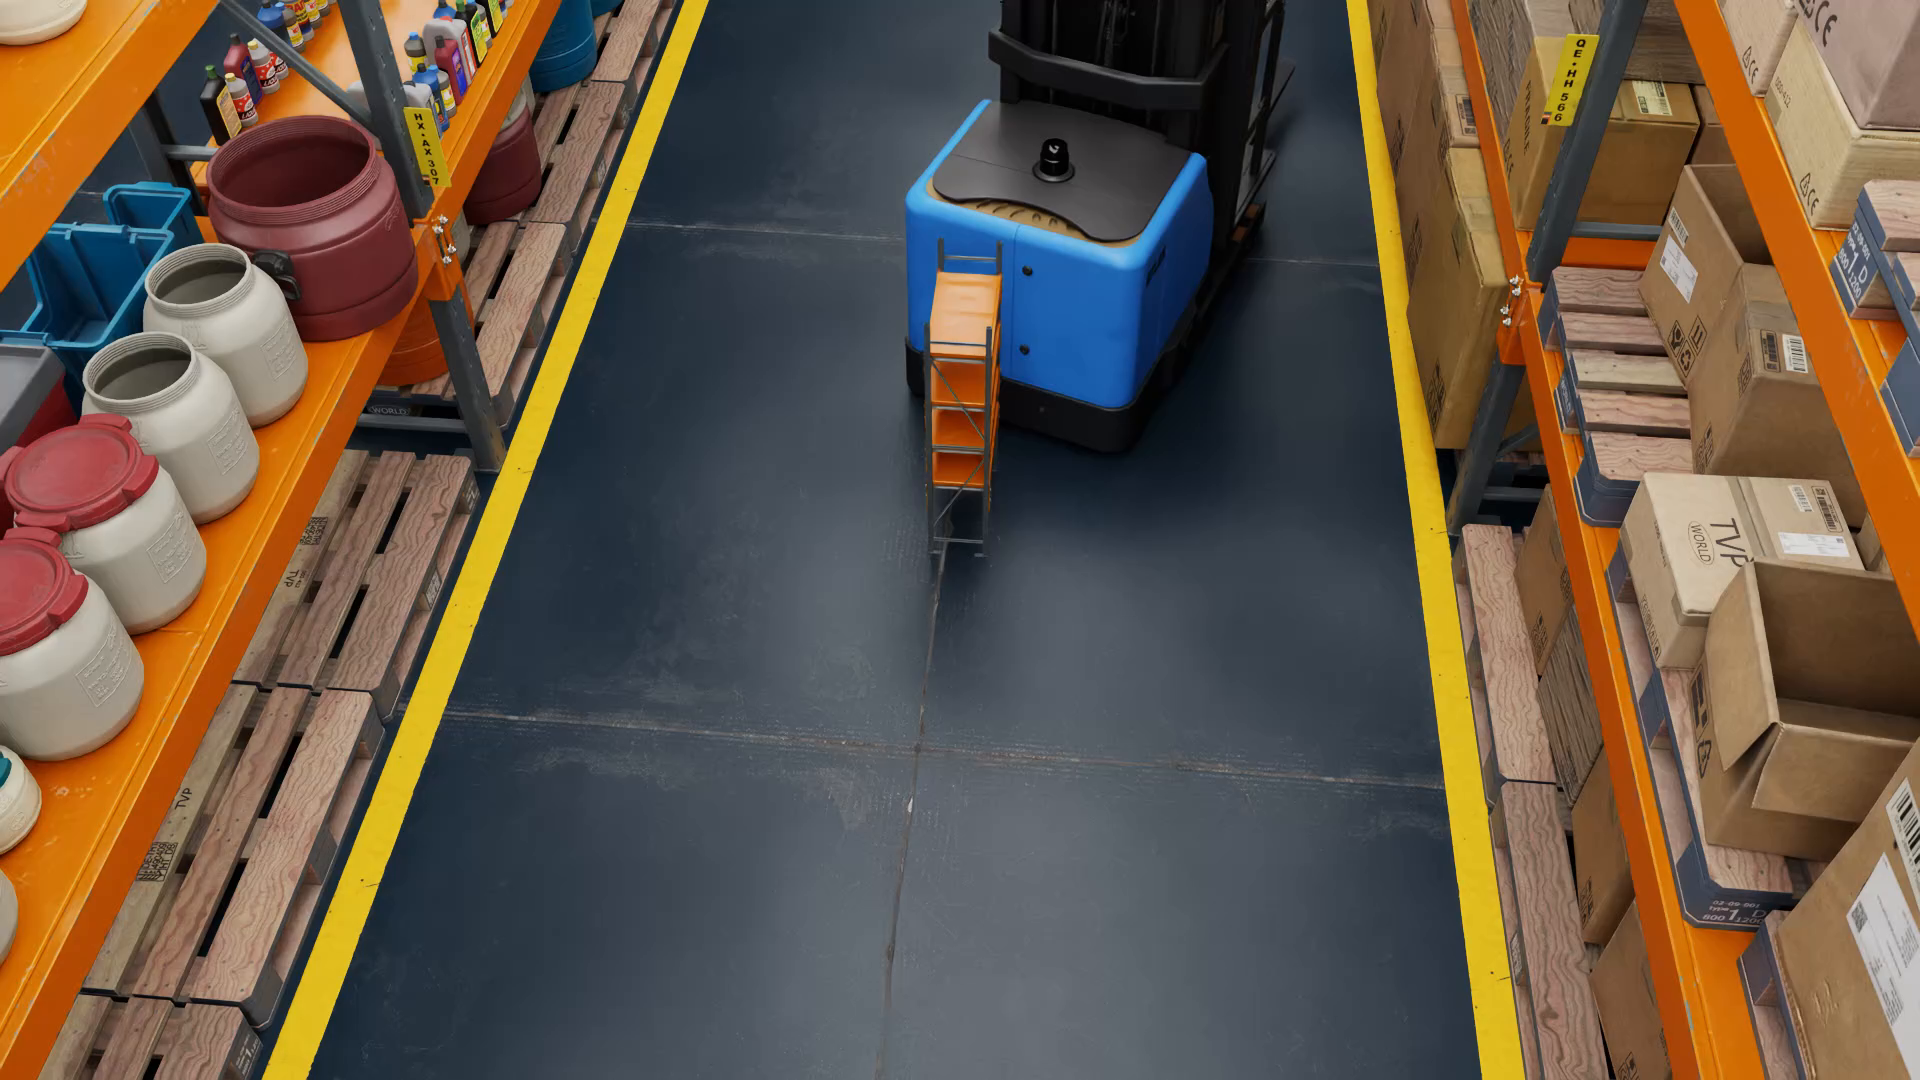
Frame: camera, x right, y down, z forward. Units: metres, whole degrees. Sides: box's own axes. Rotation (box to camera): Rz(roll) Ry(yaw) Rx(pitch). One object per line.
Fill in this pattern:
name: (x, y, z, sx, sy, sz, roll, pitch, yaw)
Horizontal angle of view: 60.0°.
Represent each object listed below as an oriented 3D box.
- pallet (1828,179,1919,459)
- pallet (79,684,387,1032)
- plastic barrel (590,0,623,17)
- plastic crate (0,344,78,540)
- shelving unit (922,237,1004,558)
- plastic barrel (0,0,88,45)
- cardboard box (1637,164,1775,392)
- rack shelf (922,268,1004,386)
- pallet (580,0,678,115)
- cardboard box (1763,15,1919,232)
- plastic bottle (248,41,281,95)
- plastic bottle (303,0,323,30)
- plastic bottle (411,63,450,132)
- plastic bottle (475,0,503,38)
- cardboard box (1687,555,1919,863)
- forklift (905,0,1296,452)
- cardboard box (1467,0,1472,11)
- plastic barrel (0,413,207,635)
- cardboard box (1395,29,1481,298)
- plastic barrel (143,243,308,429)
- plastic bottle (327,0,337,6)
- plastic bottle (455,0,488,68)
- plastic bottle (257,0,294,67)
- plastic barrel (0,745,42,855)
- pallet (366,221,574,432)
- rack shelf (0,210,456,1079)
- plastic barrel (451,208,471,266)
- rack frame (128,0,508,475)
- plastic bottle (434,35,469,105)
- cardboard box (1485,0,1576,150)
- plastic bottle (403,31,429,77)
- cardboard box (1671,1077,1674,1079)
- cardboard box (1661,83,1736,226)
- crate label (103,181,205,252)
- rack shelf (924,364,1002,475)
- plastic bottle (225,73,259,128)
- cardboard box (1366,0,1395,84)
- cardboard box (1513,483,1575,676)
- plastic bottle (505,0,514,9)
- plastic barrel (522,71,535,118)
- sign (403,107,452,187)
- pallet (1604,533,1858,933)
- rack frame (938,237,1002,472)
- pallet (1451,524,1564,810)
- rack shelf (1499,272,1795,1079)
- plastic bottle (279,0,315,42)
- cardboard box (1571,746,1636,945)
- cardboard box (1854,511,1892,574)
pallet: (2.383, -0.254, 3.070, 1.213, 0.211, 1.003, 4, 48, 4)
pallet: (-2.662, 1.033, 5.688, 1.003, 0.211, 1.213, 4, 48, 4)
plastic barrel: (-2.141, -3.343, 8.938, 0.600, 0.901, 0.708, 4, 48, 4)
plastic crate: (-2.891, -0.224, 4.904, 0.402, 0.464, 0.583, 4, 48, 4)
shelving unit: (0.015, -0.527, 6.444, 0.258, 1.200, 0.503, 4, 48, 4)
plastic barrel: (-2.322, -1.385, 4.070, 0.301, 0.262, 0.301, 0, 48, 0)
cardboard box: (2.484, -0.812, 5.133, 0.500, 0.500, 0.500, -1, 48, -1)
rack shelf: (0.015, -0.792, 6.154, 0.258, 0.148, 0.480, 4, 48, 4)
pallet: (-2.186, -2.803, 9.197, 1.003, 0.211, 1.213, 4, 48, 4)
cardboard box: (2.113, -0.914, 3.648, 0.500, 0.250, 0.500, 5, 48, 4)
plastic bottle: (-2.777, -1.881, 6.598, 0.097, 0.201, 0.097, 0, 48, 0)
plastic bottle: (-2.732, -2.239, 6.925, 0.097, 0.201, 0.097, 0, 48, 0)
plastic bottle: (-2.039, -1.705, 6.390, 0.097, 0.271, 0.097, 0, 48, 0)
plastic bottle: (-1.956, -2.231, 6.863, 0.061, 0.283, 0.133, 4, 48, 4)
cardboard box: (2.195, 0.447, 3.980, 0.797, 0.503, 0.637, 8, 48, 8)
forklift: (0.837, -2.462, 7.041, 1.130, 2.935, 3.031, 19, 50, 16)
cardboard box: (2.435, -2.571, 7.027, 0.500, 0.500, 0.500, 5, 48, 4)
plastic barrel: (-2.391, -0.021, 4.670, 0.433, 0.535, 0.433, 0, 48, 0)
cardboard box: (2.666, -1.621, 7.381, 1.225, 0.875, 0.875, 4, 48, 4)
plastic barrel: (-2.320, -0.637, 5.250, 0.421, 0.512, 0.421, 0, 48, 0)
plastic bottle: (-2.715, -2.382, 7.056, 0.097, 0.201, 0.097, 0, 48, 0)
plastic bottle: (-1.977, -2.061, 6.708, 0.061, 0.283, 0.133, 4, 48, 4)
plastic bottle: (-2.759, -2.048, 6.703, 0.097, 0.271, 0.097, 0, 48, 0)
plastic barrel: (-2.530, 0.655, 4.238, 0.301, 0.262, 0.301, 0, 48, 0)
pallet: (-2.408, -1.010, 7.557, 1.003, 0.211, 1.213, 4, 48, 4)
rack shelf: (-2.621, 0.343, 4.917, 1.077, 0.370, 4.000, 4, 48, 4)
plastic barrel: (-2.449, -1.453, 7.473, 0.421, 0.512, 0.421, 0, 48, 0)
rack frame: (-2.439, -1.369, 5.995, 1.000, 3.000, 0.127, 4, 48, 4)
plastic bottle: (-2.002, -1.864, 6.527, 0.061, 0.283, 0.133, 4, 48, 4)
cardboard box: (2.343, -1.815, 6.335, 0.500, 0.500, 0.500, 3, 48, 3)
plastic bottle: (-2.161, -1.933, 6.646, 0.097, 0.201, 0.097, 0, 48, 0)
cardboard box: (2.269, 1.800, 4.493, 0.700, 0.500, 0.500, 4, 48, 3)
cardboard box: (2.809, -1.409, 5.964, 0.500, 0.500, 0.500, 5, 48, 5)
crate label: (-2.850, -1.028, 5.797, 0.303, 0.233, 0.416, 4, 48, 4)
rack shelf: (0.015, -0.481, 6.494, 0.258, 0.148, 0.480, 4, 48, 4)
plastic bottle: (-2.798, -1.712, 6.443, 0.097, 0.201, 0.097, 0, 48, 0)
cardboard box: (2.820, -2.928, 8.577, 1.225, 0.875, 0.875, 4, 48, 4)
cardboard box: (2.453, 0.153, 5.999, 0.700, 0.500, 0.500, 2, 48, 1)
plastic bottle: (-1.955, -2.384, 7.011, 0.097, 0.271, 0.097, 0, 48, 0)
plastic barrel: (-2.346, -2.283, 8.232, 0.421, 0.512, 0.421, 0, 48, 0)
sign: (-1.890, -1.392, 5.906, 0.100, 0.325, 0.005, 4, 48, 4)
pallet: (2.354, 0.486, 4.429, 1.003, 0.211, 1.213, 4, 48, 4)
rack frame: (0.037, -0.706, 6.608, 0.240, 1.200, 0.015, 4, 48, 4)
pallet: (2.421, 0.479, 6.195, 1.003, 0.211, 1.213, 4, 48, 4)
rack shelf: (2.311, 0.676, 4.612, 1.077, 0.370, 4.000, 4, 48, 4)
plastic bottle: (-2.741, -2.191, 6.834, 0.097, 0.271, 0.097, 0, 48, 0)
cardboard box: (2.370, 0.978, 5.244, 0.700, 0.500, 0.500, 7, 48, 7)
cardboard box: (2.611, 0.111, 4.448, 0.396, 0.266, 0.258, 3, 48, 2)
